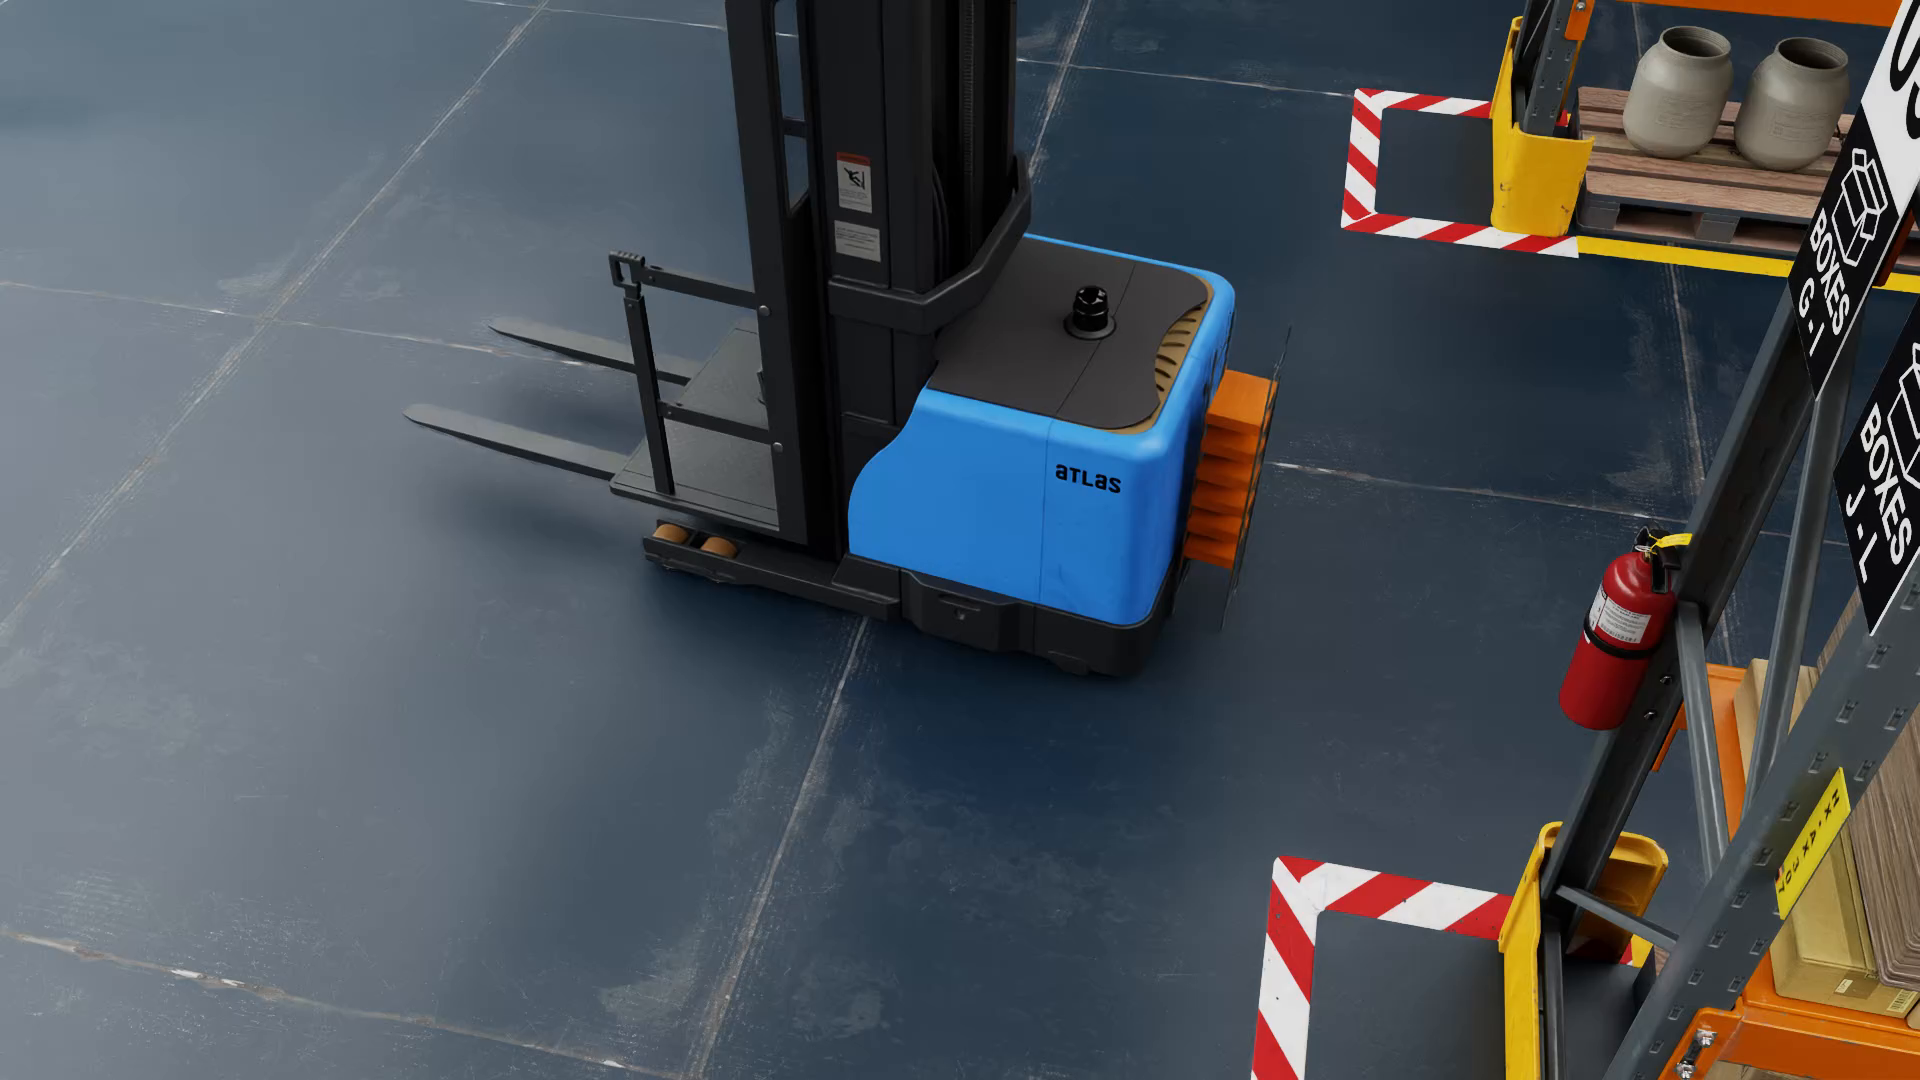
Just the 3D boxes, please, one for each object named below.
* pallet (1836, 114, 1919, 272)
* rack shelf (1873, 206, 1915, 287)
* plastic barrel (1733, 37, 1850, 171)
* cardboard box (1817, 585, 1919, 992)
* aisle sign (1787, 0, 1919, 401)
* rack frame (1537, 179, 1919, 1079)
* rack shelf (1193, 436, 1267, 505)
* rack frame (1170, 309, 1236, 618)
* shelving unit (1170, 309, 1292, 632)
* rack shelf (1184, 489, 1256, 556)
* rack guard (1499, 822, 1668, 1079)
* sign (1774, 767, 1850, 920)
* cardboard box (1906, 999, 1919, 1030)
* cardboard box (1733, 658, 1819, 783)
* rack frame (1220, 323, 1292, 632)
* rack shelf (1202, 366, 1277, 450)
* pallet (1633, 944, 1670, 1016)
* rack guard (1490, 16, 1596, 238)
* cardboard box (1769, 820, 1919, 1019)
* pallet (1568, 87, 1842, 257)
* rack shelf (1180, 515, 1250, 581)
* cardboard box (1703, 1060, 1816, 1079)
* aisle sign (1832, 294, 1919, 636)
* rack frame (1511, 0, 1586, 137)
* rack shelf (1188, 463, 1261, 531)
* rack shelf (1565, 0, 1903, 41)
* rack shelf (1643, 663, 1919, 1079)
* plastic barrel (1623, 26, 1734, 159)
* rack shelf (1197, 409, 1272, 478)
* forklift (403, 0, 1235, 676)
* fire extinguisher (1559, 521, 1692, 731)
[{"bbox_3d":[4.751,-1.577,7.737,1.213,0.211,1.003,9,45,9],"label":"pallet"},{"bbox_3d":[3.558,-0.041,2.486,4.000,0.370,1.077,9,45,9],"label":"rack shelf"},{"bbox_3d":[3.836,-2.006,7.662,0.421,0.512,0.421,0,44,0],"label":"plastic barrel"},{"bbox_3d":[2.137,0.436,3.347,0.500,0.500,0.875,9,45,9],"label":"cardboard box"},{"bbox_3d":[1.611,-0.672,2.910,0.004,0.787,0.394,9,45,9],"label":"aisle sign"},{"bbox_3d":[1.606,0.477,3.591,0.127,3.000,1.000,9,45,9],"label":"rack frame"},{"bbox_3d":[0.901,-0.257,5.539,0.180,0.103,0.258,16,46,14],"label":"rack shelf"},{"bbox_3d":[0.813,-0.227,5.613,0.006,1.200,0.240,16,46,14],"label":"rack frame"},{"bbox_3d":[0.899,-0.203,5.592,0.189,1.200,0.258,16,46,14],"label":"shelving unit"},{"bbox_3d":[0.894,-0.086,5.707,0.180,0.103,0.258,16,46,14],"label":"rack shelf"},{"bbox_3d":[1.680,1.389,4.446,0.348,0.500,1.175,9,45,9],"label":"rack guard"},{"bbox_3d":[1.488,0.533,2.909,0.005,0.325,0.100,9,45,9],"label":"sign"},{"bbox_3d":[2.072,0.823,3.413,0.250,0.149,0.380,9,45,9],"label":"cardboard box"},{"bbox_3d":[1.929,0.471,3.778,0.250,0.149,0.380,9,45,9],"label":"cardboard box"},{"bbox_3d":[0.984,-0.178,5.570,0.006,1.200,0.240,16,46,14],"label":"rack frame"},{"bbox_3d":[0.908,-0.428,5.370,0.180,0.103,0.258,16,46,14],"label":"rack shelf"},{"bbox_3d":[2.465,1.640,4.393,1.213,0.211,1.003,9,45,9],"label":"pallet"},{"bbox_3d":[2.772,-1.994,7.961,0.348,0.500,1.175,9,45,9],"label":"rack guard"},{"bbox_3d":[1.832,0.772,3.466,0.250,0.149,0.380,9,45,9],"label":"cardboard box"},{"bbox_3d":[3.564,-1.764,7.930,1.213,0.211,1.003,9,45,9],"label":"pallet"},{"bbox_3d":[0.891,0.000,5.791,0.180,0.103,0.258,16,46,14],"label":"rack shelf"},{"bbox_3d":[2.212,1.333,4.202,0.500,0.500,0.500,17,46,17],"label":"cardboard box"},{"bbox_3d":[1.480,-0.266,2.488,0.004,0.787,0.394,9,45,9],"label":"aisle sign"},{"bbox_3d":[2.688,-2.875,7.073,0.127,3.000,1.000,9,45,9],"label":"rack frame"},{"bbox_3d":[0.898,-0.171,5.623,0.180,0.103,0.258,16,46,14],"label":"rack shelf"},{"bbox_3d":[4.639,-2.313,7.008,4.000,0.370,1.077,9,45,9],"label":"rack shelf"},{"bbox_3d":[3.558,1.039,3.526,4.000,0.370,1.077,9,45,9],"label":"rack shelf"},{"bbox_3d":[3.347,-2.082,7.741,0.421,0.512,0.421,0,44,0],"label":"plastic barrel"},{"bbox_3d":[0.904,-0.342,5.455,0.180,0.103,0.258,16,46,14],"label":"rack shelf"},{"bbox_3d":[-0.624,-1.229,5.413,3.031,2.935,1.130,15,46,15],"label":"forklift"},{"bbox_3d":[1.595,0.176,3.960,0.183,0.674,0.296,9,45,9],"label":"fire extinguisher"}]
